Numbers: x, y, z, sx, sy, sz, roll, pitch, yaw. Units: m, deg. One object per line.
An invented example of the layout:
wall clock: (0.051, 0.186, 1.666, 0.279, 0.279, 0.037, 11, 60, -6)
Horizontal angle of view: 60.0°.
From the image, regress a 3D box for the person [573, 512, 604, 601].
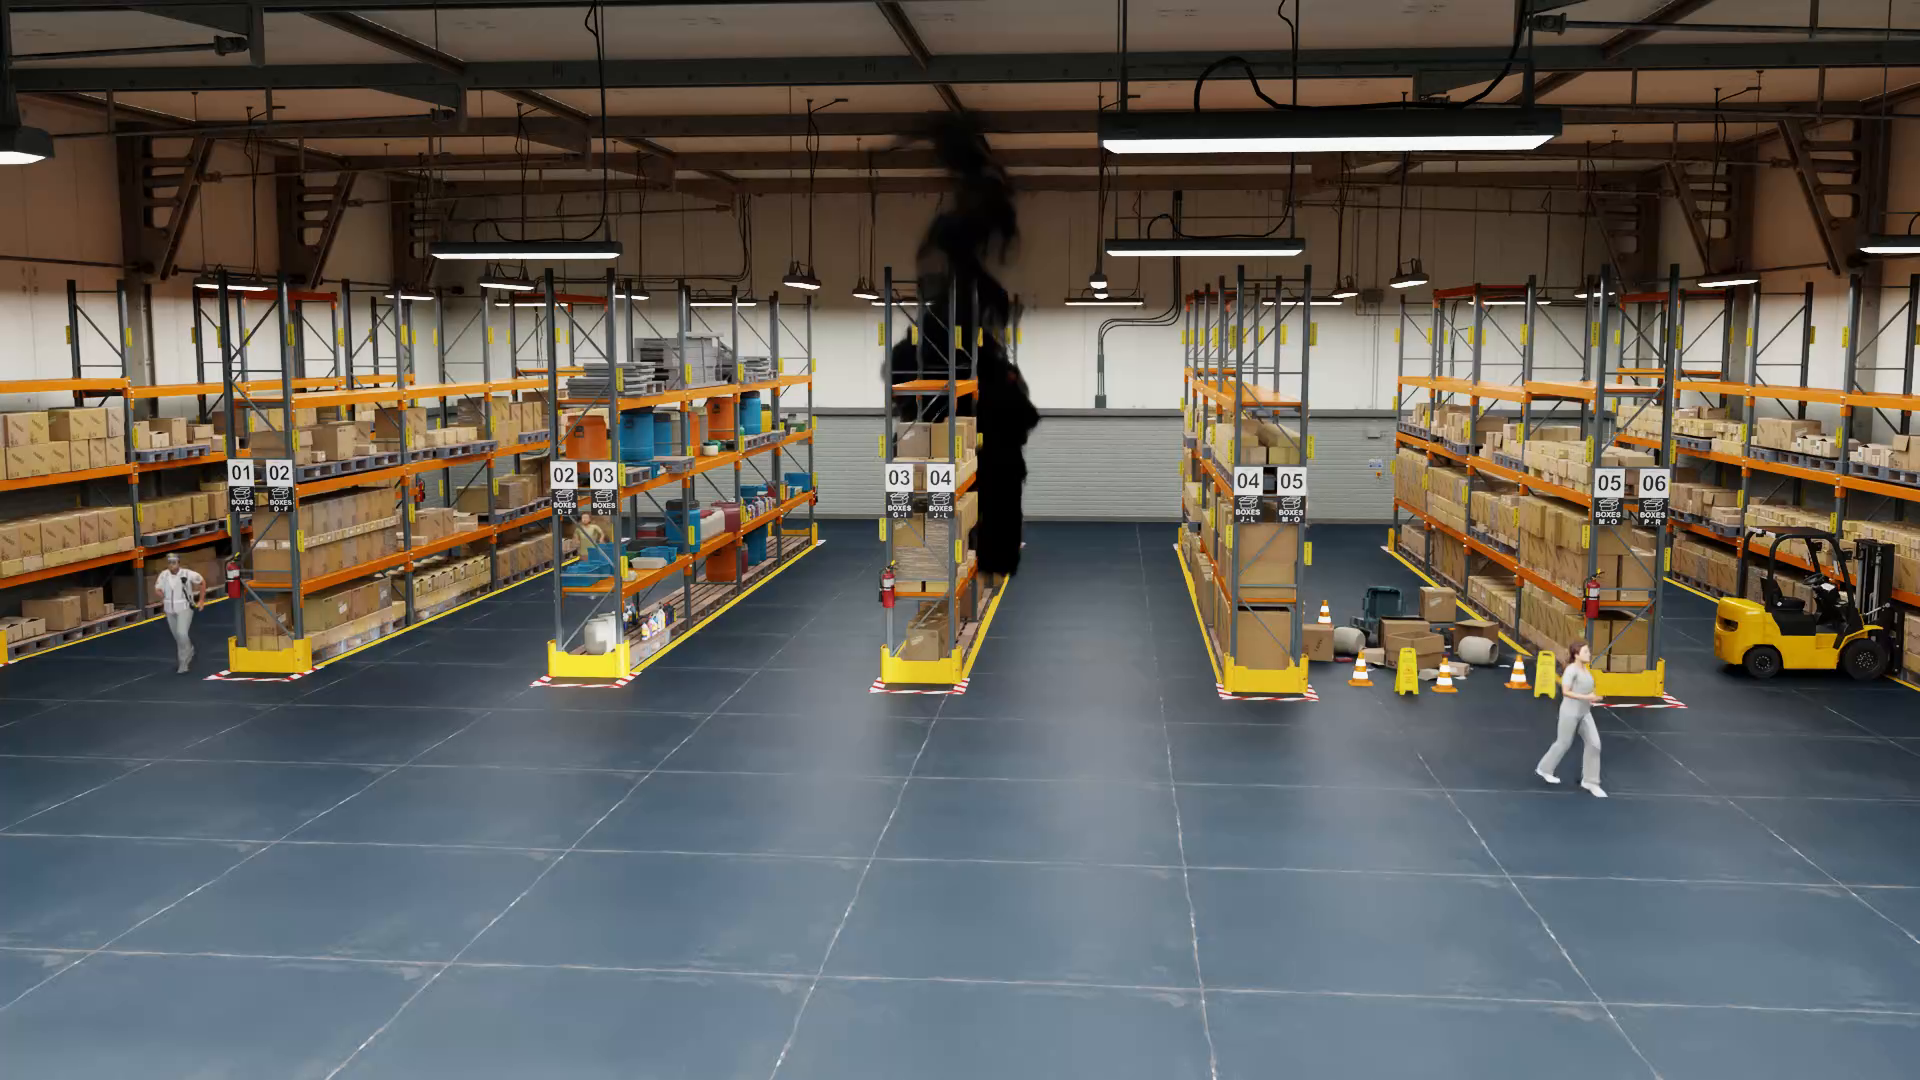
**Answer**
person: (-7.149, 0.305, 31.968, 0.556, 1.710, 0.711, 0, 7, 2)

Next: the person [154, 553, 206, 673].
person: (-11.861, 1.082, 25.295, 0.678, 1.832, 0.851, 0, 7, 1)

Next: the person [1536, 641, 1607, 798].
person: (6.762, 1.954, 18.372, 0.552, 1.713, 0.807, -5, 9, -37)
